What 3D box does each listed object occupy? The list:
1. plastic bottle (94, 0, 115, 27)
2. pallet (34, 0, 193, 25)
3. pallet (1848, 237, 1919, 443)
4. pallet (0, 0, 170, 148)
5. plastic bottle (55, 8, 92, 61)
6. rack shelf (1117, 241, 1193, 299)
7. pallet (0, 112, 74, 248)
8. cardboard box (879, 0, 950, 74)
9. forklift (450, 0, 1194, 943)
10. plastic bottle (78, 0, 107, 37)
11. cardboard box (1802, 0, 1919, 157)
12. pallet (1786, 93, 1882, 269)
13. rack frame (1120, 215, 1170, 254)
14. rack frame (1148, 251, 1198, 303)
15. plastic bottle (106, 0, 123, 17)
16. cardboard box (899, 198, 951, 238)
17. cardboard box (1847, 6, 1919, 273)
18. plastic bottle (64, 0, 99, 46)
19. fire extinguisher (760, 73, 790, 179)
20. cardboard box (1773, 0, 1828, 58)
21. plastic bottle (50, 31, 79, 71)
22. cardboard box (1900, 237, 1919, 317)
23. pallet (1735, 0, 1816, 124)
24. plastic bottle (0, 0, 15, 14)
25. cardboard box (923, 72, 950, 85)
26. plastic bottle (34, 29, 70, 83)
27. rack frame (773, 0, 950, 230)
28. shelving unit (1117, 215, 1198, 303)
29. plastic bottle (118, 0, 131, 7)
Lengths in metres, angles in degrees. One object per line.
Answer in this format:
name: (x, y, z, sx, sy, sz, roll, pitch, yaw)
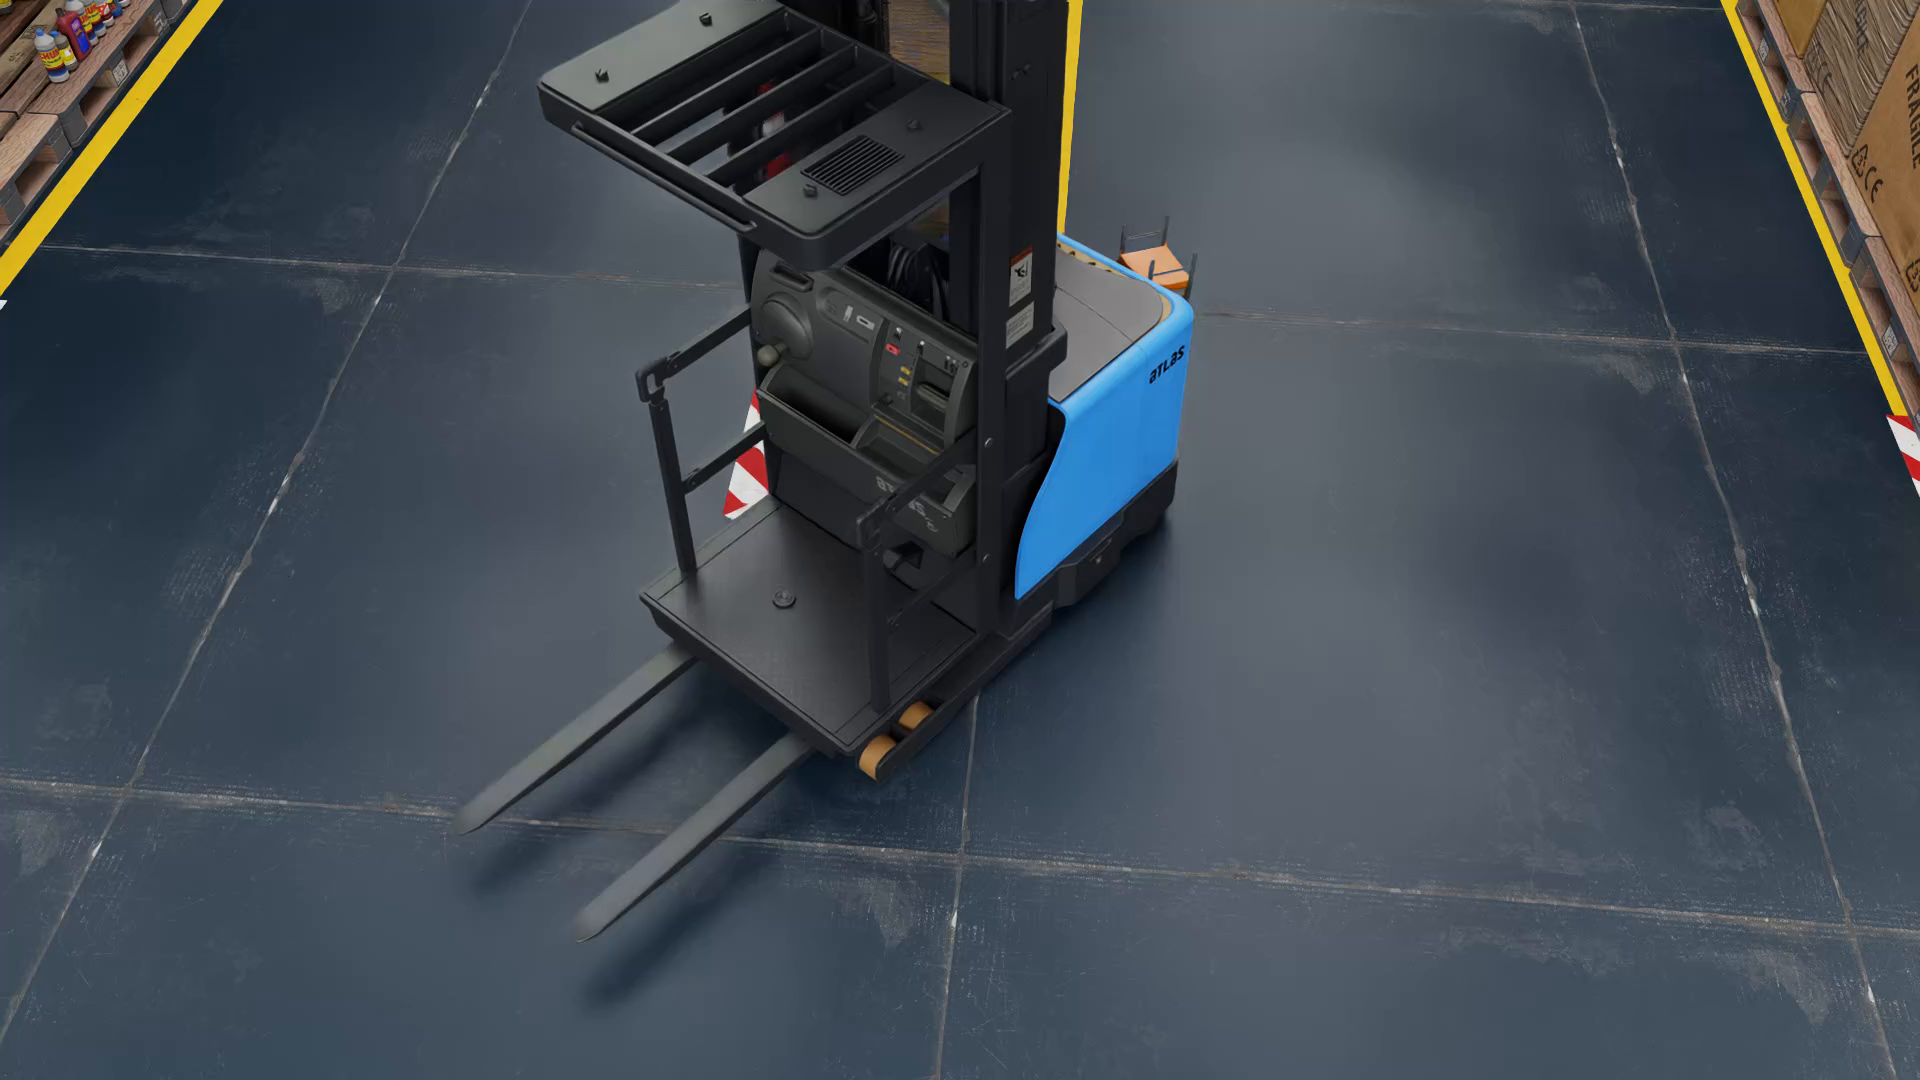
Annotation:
plastic bottle: (-4.652, -2.883, 8.978, 0.097, 0.201, 0.097, 0, 48, 0)
pallet: (-4.915, -3.477, 9.813, 1.003, 0.211, 1.213, 4, 48, 4)
pallet: (4.680, -0.880, 7.438, 1.003, 0.211, 1.213, 4, 48, 4)
pallet: (-5.024, -2.578, 8.991, 1.003, 0.211, 1.213, 4, 48, 4)
plastic bottle: (-4.663, -2.678, 8.735, 0.061, 0.283, 0.133, 5, 48, 4)
rack shelf: (0.762, -0.993, 6.596, 0.215, 0.259, 0.240, -14, 49, -16)
pallet: (-5.138, -1.684, 8.173, 1.003, 0.211, 1.213, 4, 48, 4)
cardboard box: (-0.167, -2.173, 6.461, 0.875, 0.500, 0.500, 4, 48, 4)
forklift: (-0.469, -0.554, 5.297, 1.130, 2.935, 3.031, 33, 56, 26)
plastic bottle: (-4.661, -2.834, 8.886, 0.097, 0.271, 0.097, 0, 48, 0)
cardboard box: (4.844, -2.473, 8.160, 0.875, 0.875, 0.875, 4, 48, 4)
pallet: (4.794, -1.774, 8.256, 1.003, 0.211, 1.213, 4, 48, 4)
rack frame: (0.706, -0.889, 6.871, 0.200, 1.050, 0.008, -14, 49, -16)
rack frame: (0.793, -0.721, 6.717, 0.200, 1.050, 0.008, -14, 49, -16)
plastic bottle: (-4.643, -2.983, 9.022, 0.097, 0.271, 0.097, 0, 48, 0)
cardboard box: (-0.171, -1.392, 7.426, 0.500, 0.500, 0.500, 12, 49, 11)
cardboard box: (4.759, -1.803, 7.547, 0.875, 0.875, 0.875, 3, 48, 3)
plastic bottle: (-4.670, -2.760, 8.819, 0.097, 0.271, 0.097, 0, 48, 0)
fire extinguisher: (-0.714, -1.557, 6.220, 0.296, 0.674, 0.183, 4, 48, 4)
cardboard box: (4.923, -3.135, 8.766, 0.875, 0.875, 0.875, 5, 48, 4)
plastic bottle: (-4.692, -2.561, 8.684, 0.097, 0.201, 0.097, 0, 48, 0)
cardboard box: (4.681, -1.156, 6.956, 0.875, 0.875, 0.875, 4, 48, 4)
pallet: (4.903, -2.673, 9.078, 1.003, 0.211, 1.213, 4, 48, 4)
plastic bottle: (-5.248, -2.984, 9.071, 0.097, 0.201, 0.097, 0, 48, 0)
cardboard box: (0.019, -1.745, 6.510, 0.380, 0.149, 0.250, 4, 48, 4)
plastic bottle: (-4.702, -2.509, 8.588, 0.097, 0.271, 0.097, 0, 48, 0)
rack frame: (-0.245, -1.637, 6.240, 1.000, 3.000, 0.127, 4, 48, 4)
shelving unit: (0.749, -0.805, 6.794, 0.215, 1.050, 0.252, -14, 49, -16)
plastic bottle: (-4.633, -3.034, 9.117, 0.097, 0.201, 0.097, 0, 48, 0)
